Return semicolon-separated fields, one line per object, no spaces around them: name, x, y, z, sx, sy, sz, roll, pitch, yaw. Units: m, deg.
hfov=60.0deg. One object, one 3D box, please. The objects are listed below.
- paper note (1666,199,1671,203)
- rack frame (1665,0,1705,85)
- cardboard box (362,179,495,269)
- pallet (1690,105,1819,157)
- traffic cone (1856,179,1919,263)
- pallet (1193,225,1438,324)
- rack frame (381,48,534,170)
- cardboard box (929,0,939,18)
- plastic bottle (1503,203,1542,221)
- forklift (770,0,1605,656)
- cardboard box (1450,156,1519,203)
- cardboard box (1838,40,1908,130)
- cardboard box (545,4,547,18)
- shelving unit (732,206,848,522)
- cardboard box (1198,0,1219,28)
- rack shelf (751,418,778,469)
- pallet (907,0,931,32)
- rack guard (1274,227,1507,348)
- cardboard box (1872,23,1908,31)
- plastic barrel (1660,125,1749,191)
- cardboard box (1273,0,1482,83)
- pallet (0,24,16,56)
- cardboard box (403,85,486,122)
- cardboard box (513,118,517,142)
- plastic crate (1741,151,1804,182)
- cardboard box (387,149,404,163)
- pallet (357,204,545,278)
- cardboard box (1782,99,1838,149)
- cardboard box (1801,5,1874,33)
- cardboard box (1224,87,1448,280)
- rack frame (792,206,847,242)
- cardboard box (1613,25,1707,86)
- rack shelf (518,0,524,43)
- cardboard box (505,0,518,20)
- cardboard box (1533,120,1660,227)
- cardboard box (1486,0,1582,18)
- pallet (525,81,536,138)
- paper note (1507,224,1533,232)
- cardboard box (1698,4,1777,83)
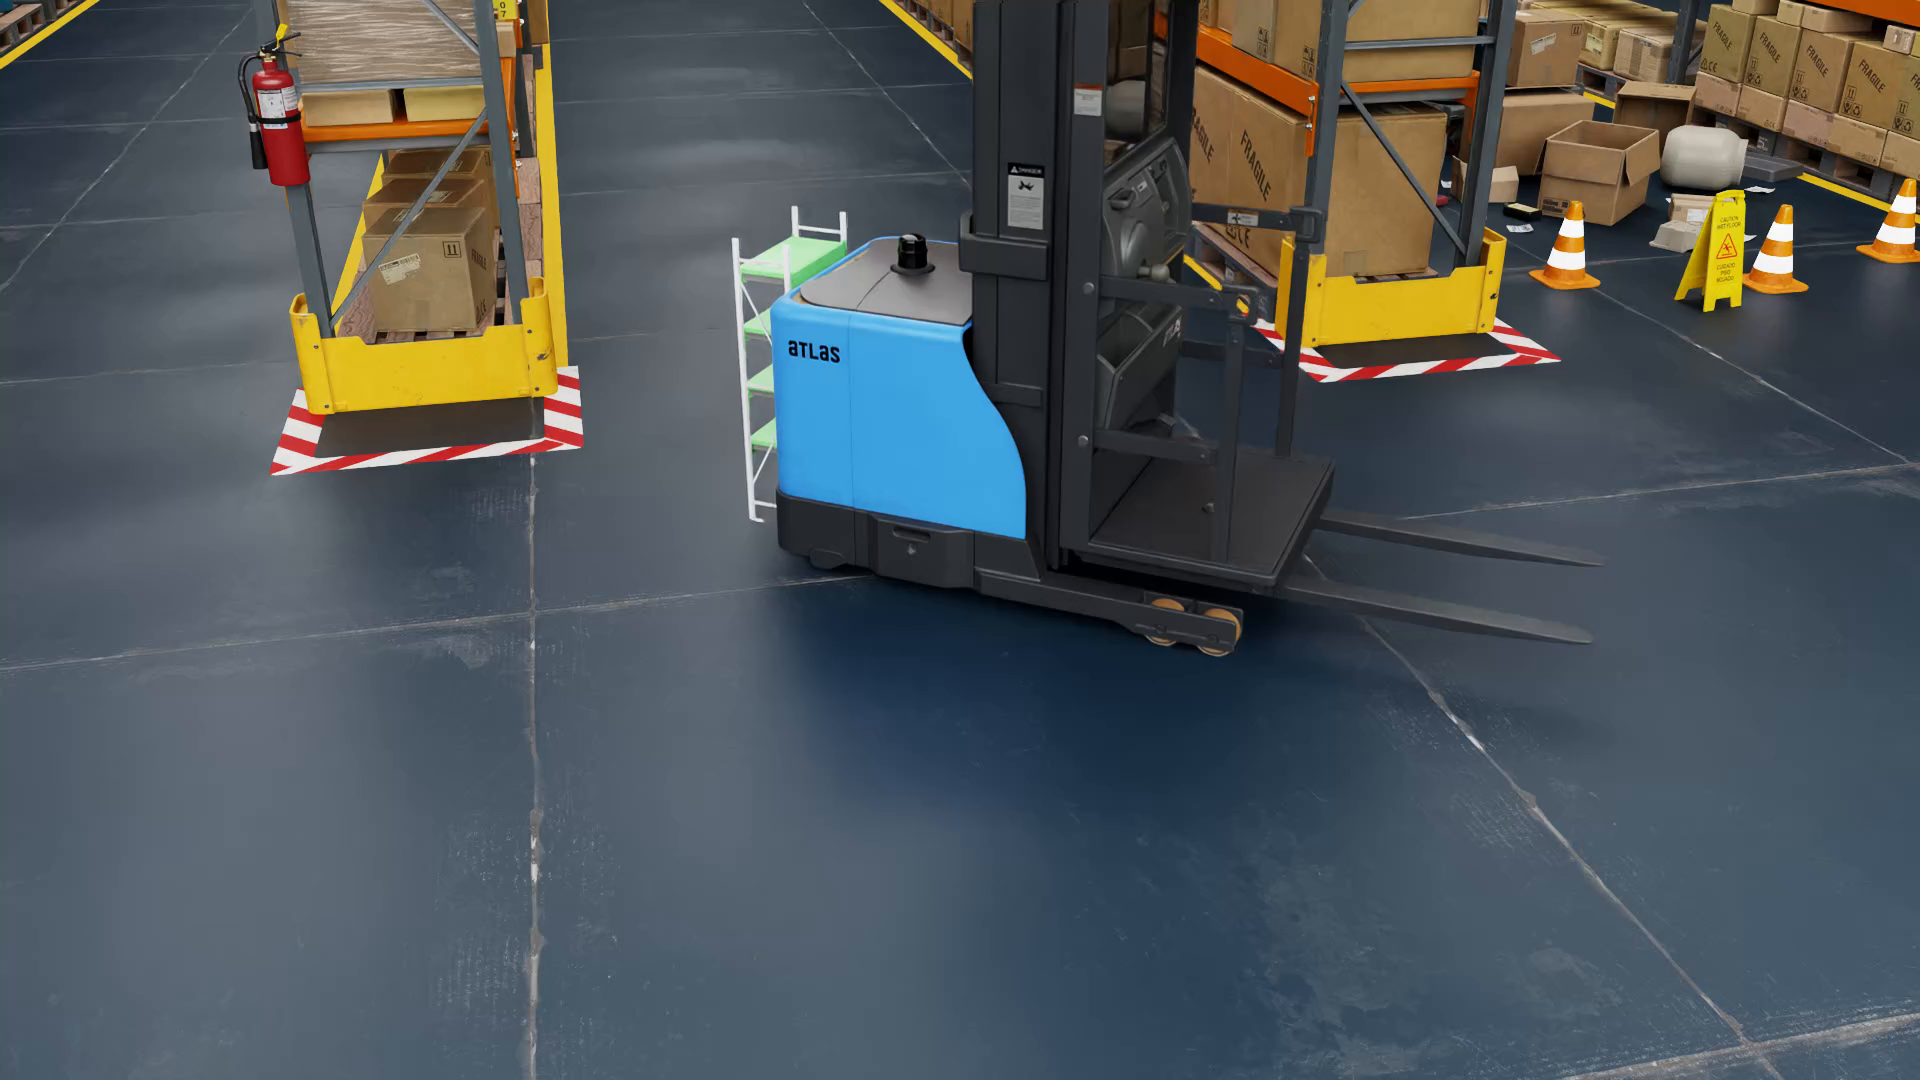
paper note;4.893;-2.310;11.305;0.148;0.019;0.142;3;27;6
rack frame;6.190;-4.795;12.922;1.000;3.000;0.127;-6;27;-12
cardboard box;-2.857;-1.639;8.977;0.500;0.500;0.500;1;27;2
pallet;6.375;-3.259;12.973;1.003;0.211;1.213;-6;27;-12
traffic cone;5.737;-1.964;10.129;0.336;0.463;0.334;-6;27;-12
pallet;2.035;-1.590;9.667;1.003;0.211;1.213;-6;27;-12
rack frame;-3.466;-3.789;10.928;1.000;3.000;0.127;-6;27;-12
cardboard box;-0.028;-5.566;16.758;0.500;0.500;0.500;-5;27;-10
plastic bottle;3.691;-2.175;10.991;0.133;0.061;0.283;-16;31;-29
forklift;0.849;-1.166;5.808;3.031;2.935;1.130;11;29;20
cardboard box;3.571;-2.460;11.329;0.396;0.266;0.258;-1;27;-3
cardboard box;6.429;-3.110;11.336;0.500;0.500;0.500;-7;28;-13
cardboard box;-4.696;-5.481;16.172;1.225;0.875;0.875;-6;27;-11
shelving unit;-0.666;-0.703;6.810;0.258;1.200;0.503;11;29;20
cardboard box;1.855;-3.444;10.077;0.875;0.550;0.500;-6;27;-12
rack shelf;-0.666;-0.431;6.947;0.258;0.148;0.480;11;29;20
pallet;0.042;-5.637;17.684;1.003;0.211;1.213;-6;27;-12
rack guard;2.297;-1.366;8.901;1.175;0.500;0.348;-6;27;-12
cardboard box;6.817;-3.411;11.931;0.500;0.500;0.500;-5;27;-9
plastic barrel;5.151;-2.642;11.515;0.512;0.421;0.421;13;30;24
cardboard box;2.163;-2.717;8.639;0.875;0.550;0.550;-6;27;-12
pallet;-9.682;-4.674;15.775;1.003;0.211;1.213;-6;27;-12
cardboard box;-2.396;-2.070;7.801;0.380;0.149;0.250;-6;27;-12
cardboard box;-3.583;-3.141;11.930;0.700;0.500;0.500;-8;28;-16
plastic crate;5.744;-2.719;12.049;0.402;0.080;0.583;-16;31;-29
cardboard box;-3.278;-2.430;10.544;0.500;0.500;0.500;2;27;5
pallet;-3.001;-1.716;9.916;1.003;0.211;1.213;-6;27;-12
cardboard box;6.313;-3.003;11.956;0.500;0.250;0.500;-6;27;-12
cardboard box;6.210;-3.689;11.763;0.380;0.149;0.250;-4;27;-9
cardboard box;2.074;-2.022;9.319;0.875;0.875;0.875;-6;27;-11
rack frame;-0.572;-0.804;7.011;0.240;1.200;0.015;11;29;20
cardboard box;6.069;-4.040;13.875;0.950;0.372;0.625;-6;27;-11
rack shelf;-3.916;-4.346;12.829;1.077;0.370;4.000;-6;27;-12
cardboard box;-2.921;-3.287;10.213;0.380;0.149;0.250;-6;27;-12
cardboard box;4.229;-2.439;11.023;0.637;0.503;0.797;19;32;32
cardboard box;5.580;-4.993;15.764;0.950;0.372;0.625;-6;27;-13
pallet;-3.921;-3.422;13.296;1.003;0.211;1.213;-6;27;-12
paper note;3.601;-2.008;10.697;0.144;0.017;0.142;3;27;6
cardboard box;6.059;-3.804;12.710;0.500;0.500;0.500;-5;27;-9
